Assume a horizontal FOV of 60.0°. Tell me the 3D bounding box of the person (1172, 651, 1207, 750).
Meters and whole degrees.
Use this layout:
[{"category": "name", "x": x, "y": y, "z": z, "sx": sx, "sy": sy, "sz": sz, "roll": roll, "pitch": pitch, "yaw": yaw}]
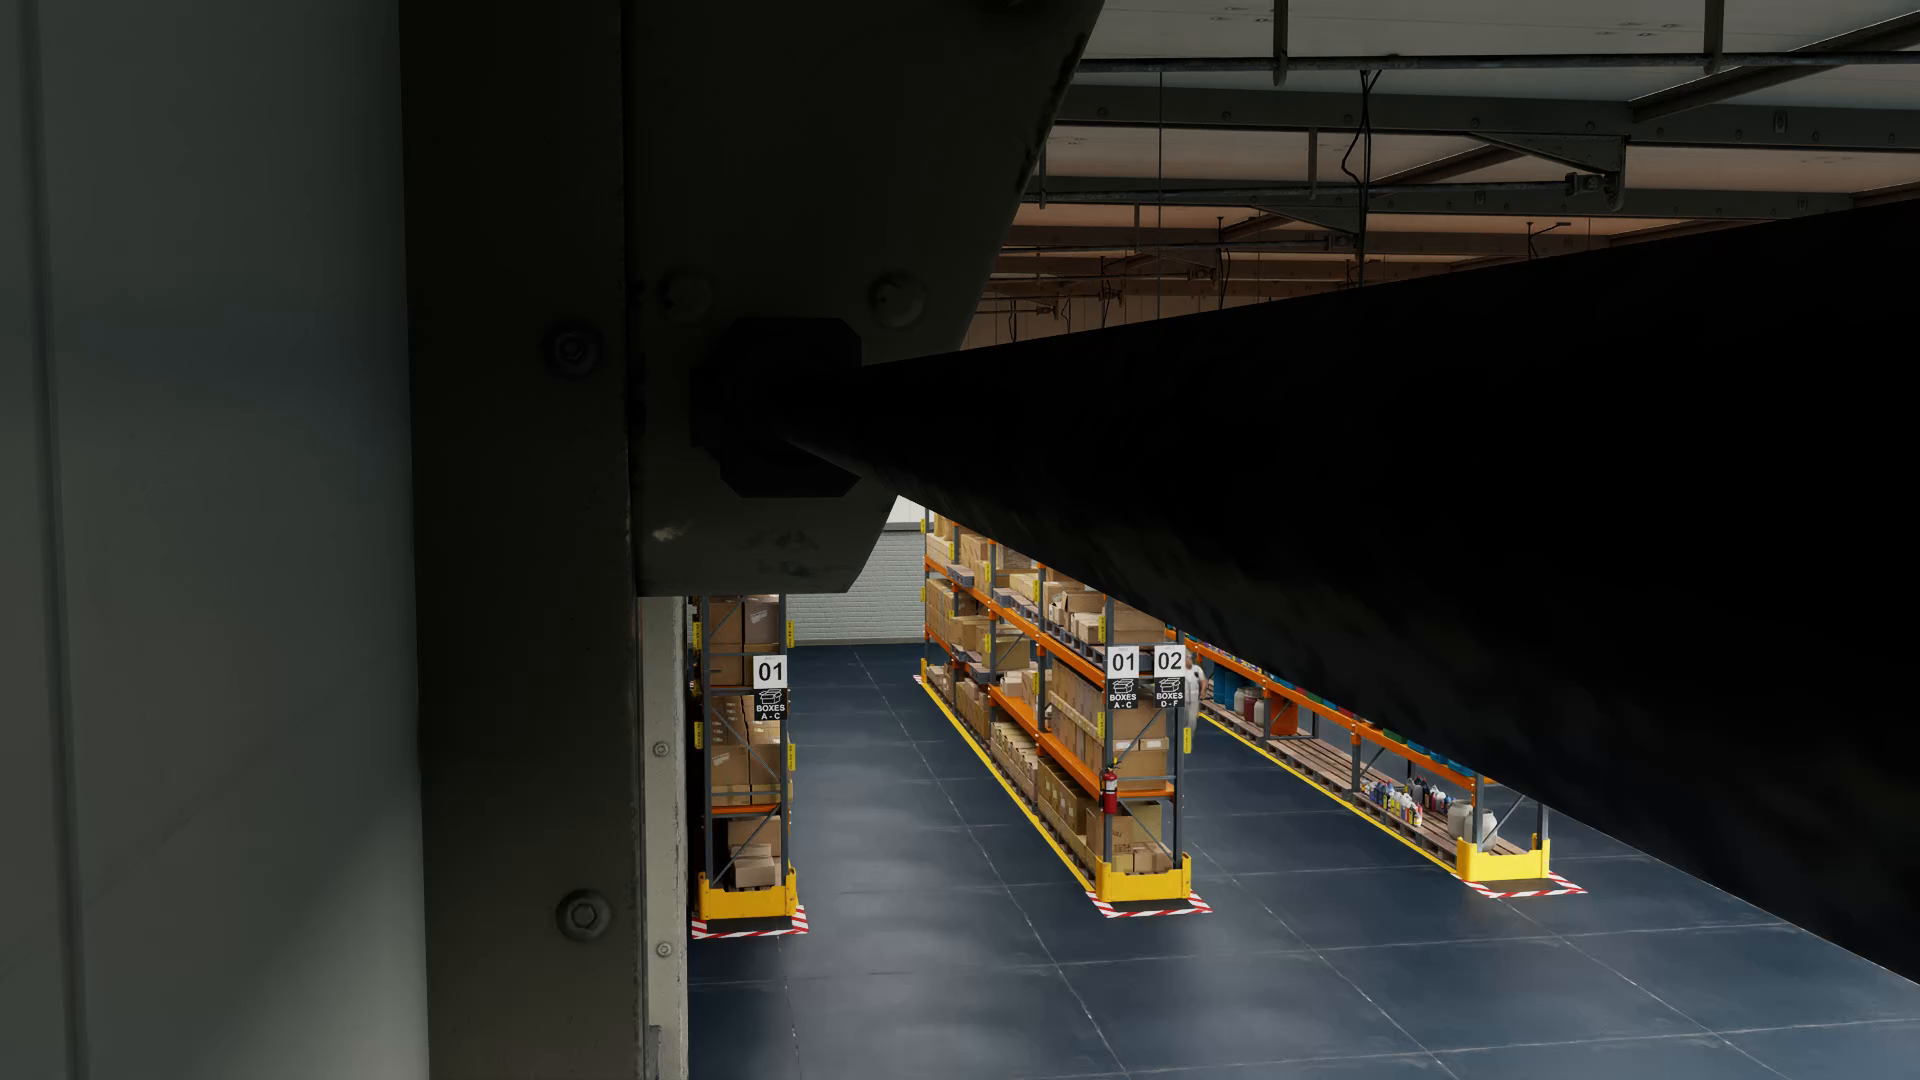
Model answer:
[{"category": "person", "x": 4.100, "y": 2.842, "z": 29.863, "sx": 0.662, "sy": 1.767, "sz": 0.685, "roll": 0, "pitch": 5, "yaw": -2}]
